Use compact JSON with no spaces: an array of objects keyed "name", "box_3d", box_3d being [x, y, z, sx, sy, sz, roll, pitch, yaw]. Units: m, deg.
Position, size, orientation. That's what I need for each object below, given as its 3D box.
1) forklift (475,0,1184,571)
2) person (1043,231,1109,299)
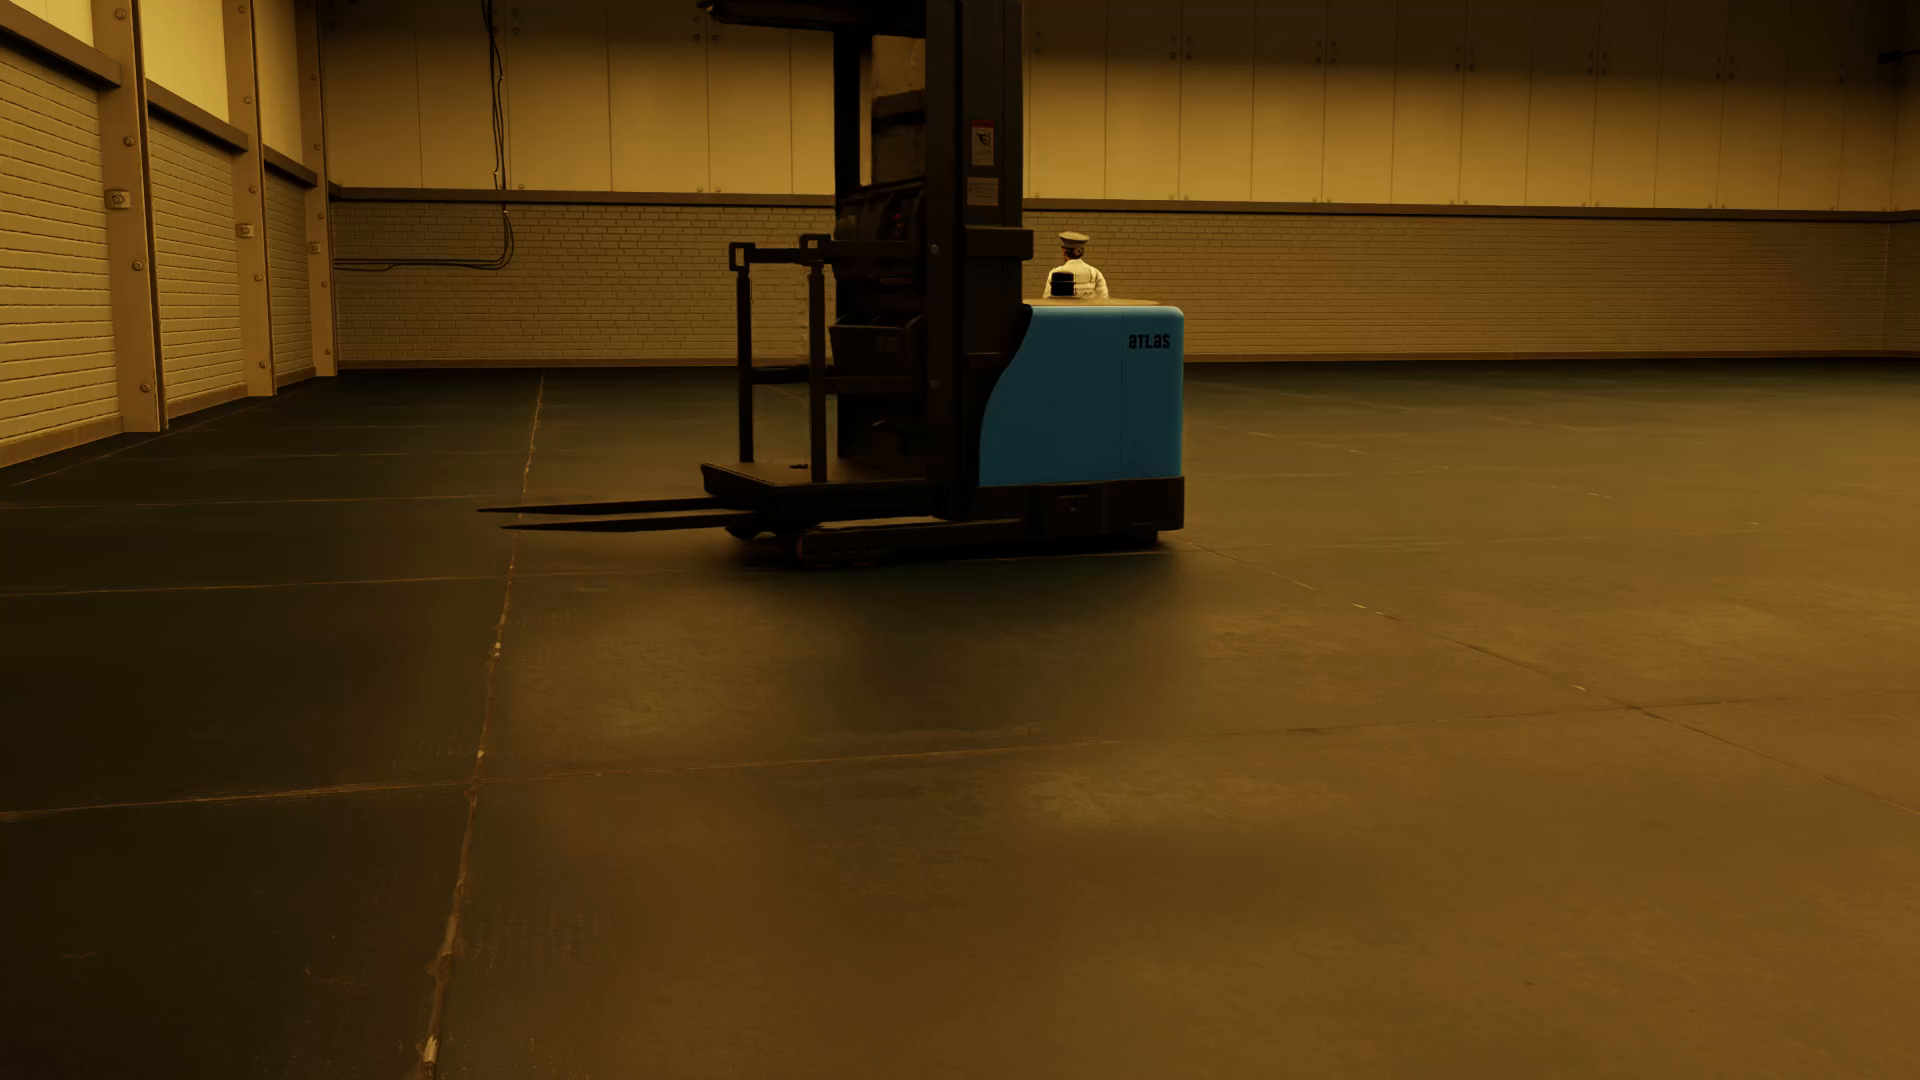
[{"name":"forklift","box_3d":[-0.542,-1.409,7.202,3.031,2.935,1.130,-4,9,-24]},{"name":"person","box_3d":[0.879,-1.566,13.117,0.579,1.722,0.510,-1,8,-10]}]
